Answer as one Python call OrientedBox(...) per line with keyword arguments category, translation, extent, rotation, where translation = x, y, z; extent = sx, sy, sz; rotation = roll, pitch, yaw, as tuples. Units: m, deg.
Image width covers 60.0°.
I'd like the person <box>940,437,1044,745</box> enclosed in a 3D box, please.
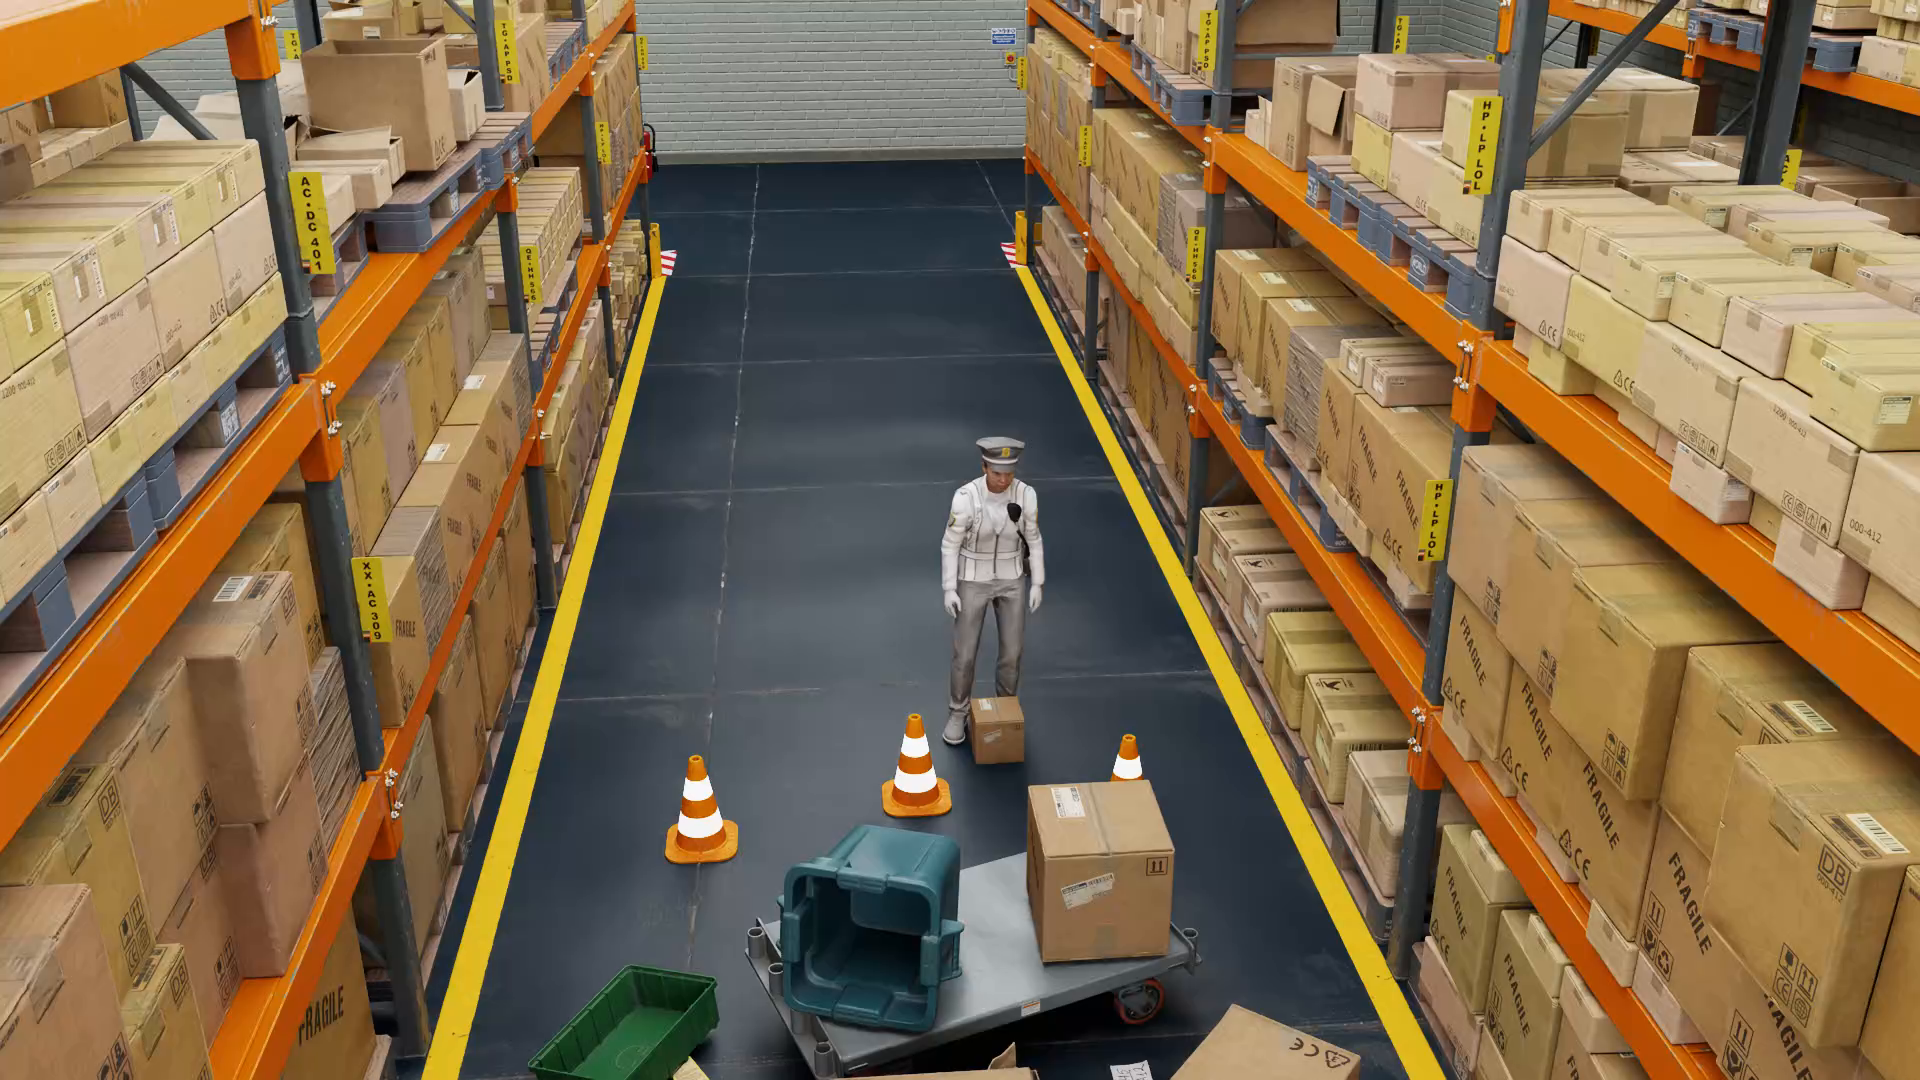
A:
OrientedBox(category="person", translation=(0.166, 0.245, 8.543), extent=(0.540, 1.663, 0.376), rotation=(-3, 24, -7))
